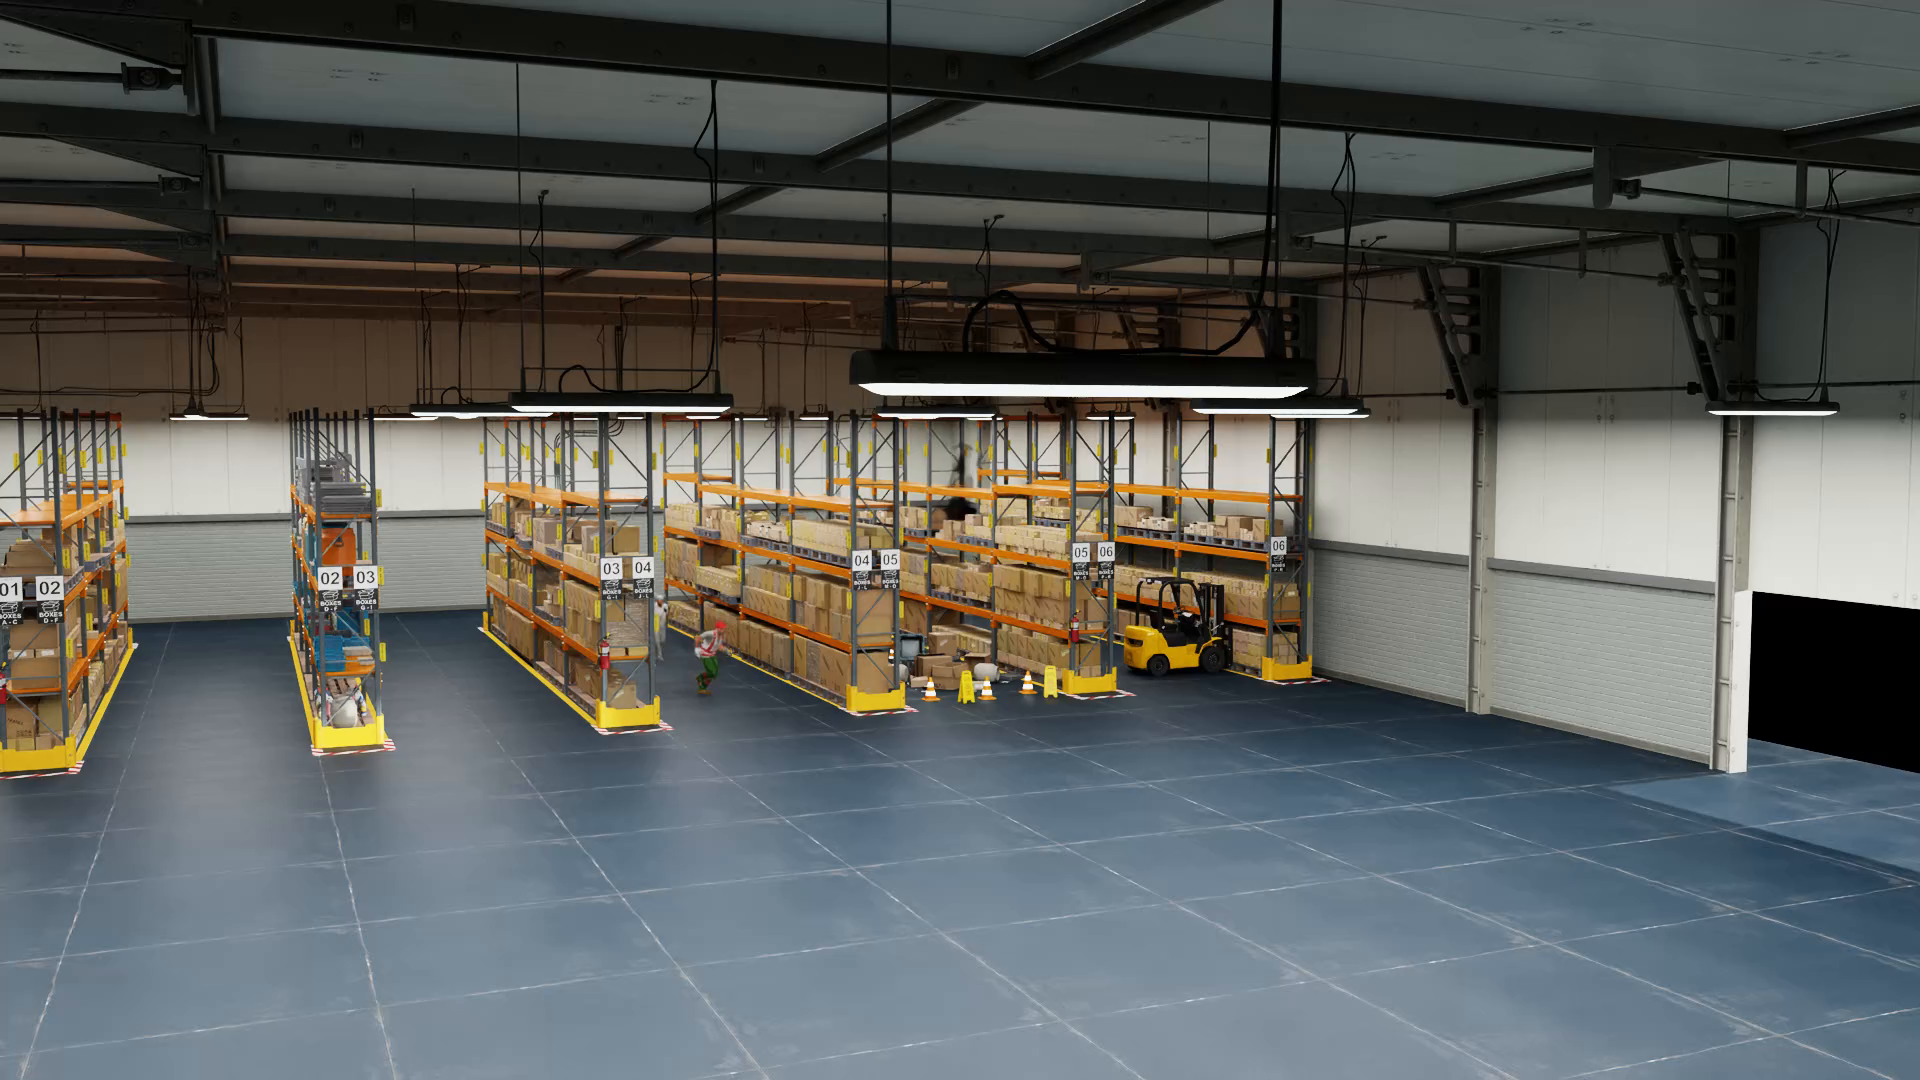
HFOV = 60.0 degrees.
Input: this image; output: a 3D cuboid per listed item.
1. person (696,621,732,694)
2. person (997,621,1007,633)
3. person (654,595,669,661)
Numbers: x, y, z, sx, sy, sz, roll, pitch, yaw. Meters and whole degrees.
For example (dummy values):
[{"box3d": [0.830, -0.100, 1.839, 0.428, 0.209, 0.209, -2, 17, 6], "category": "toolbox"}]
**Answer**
[{"box3d": [-5.208, 2.476, 34.959, 0.858, 1.597, 0.700, 3, 5, 34], "category": "person"}, {"box3d": [1.119, 1.858, 43.350, 0.571, 1.711, 0.881, -2, 4, -21], "category": "person"}, {"box3d": [-7.279, 2.119, 40.274, 0.572, 1.602, 0.676, -2, 4, -26], "category": "person"}]
